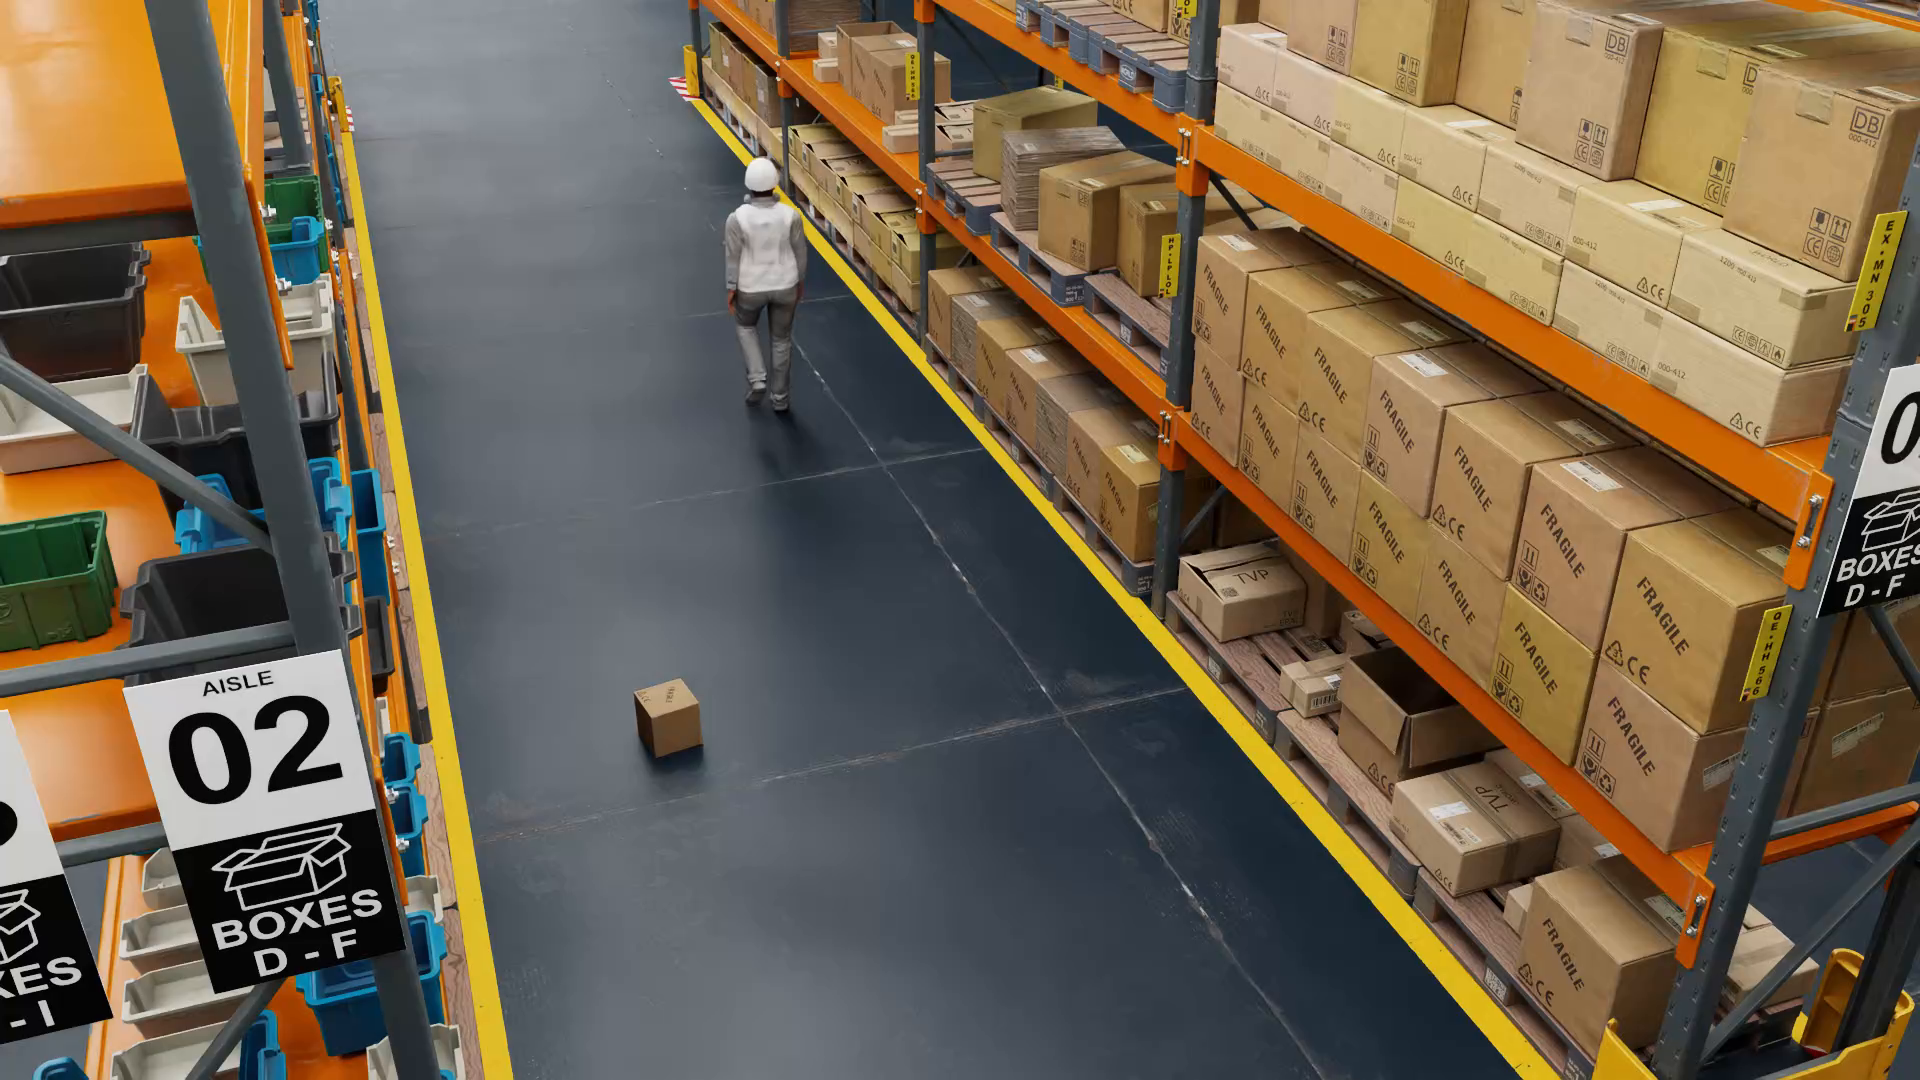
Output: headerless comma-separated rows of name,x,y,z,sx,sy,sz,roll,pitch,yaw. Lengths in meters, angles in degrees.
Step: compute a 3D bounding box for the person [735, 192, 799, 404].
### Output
person,-1.325,-1.684,11.396,0.450,1.474,0.477,-5,30,-9
